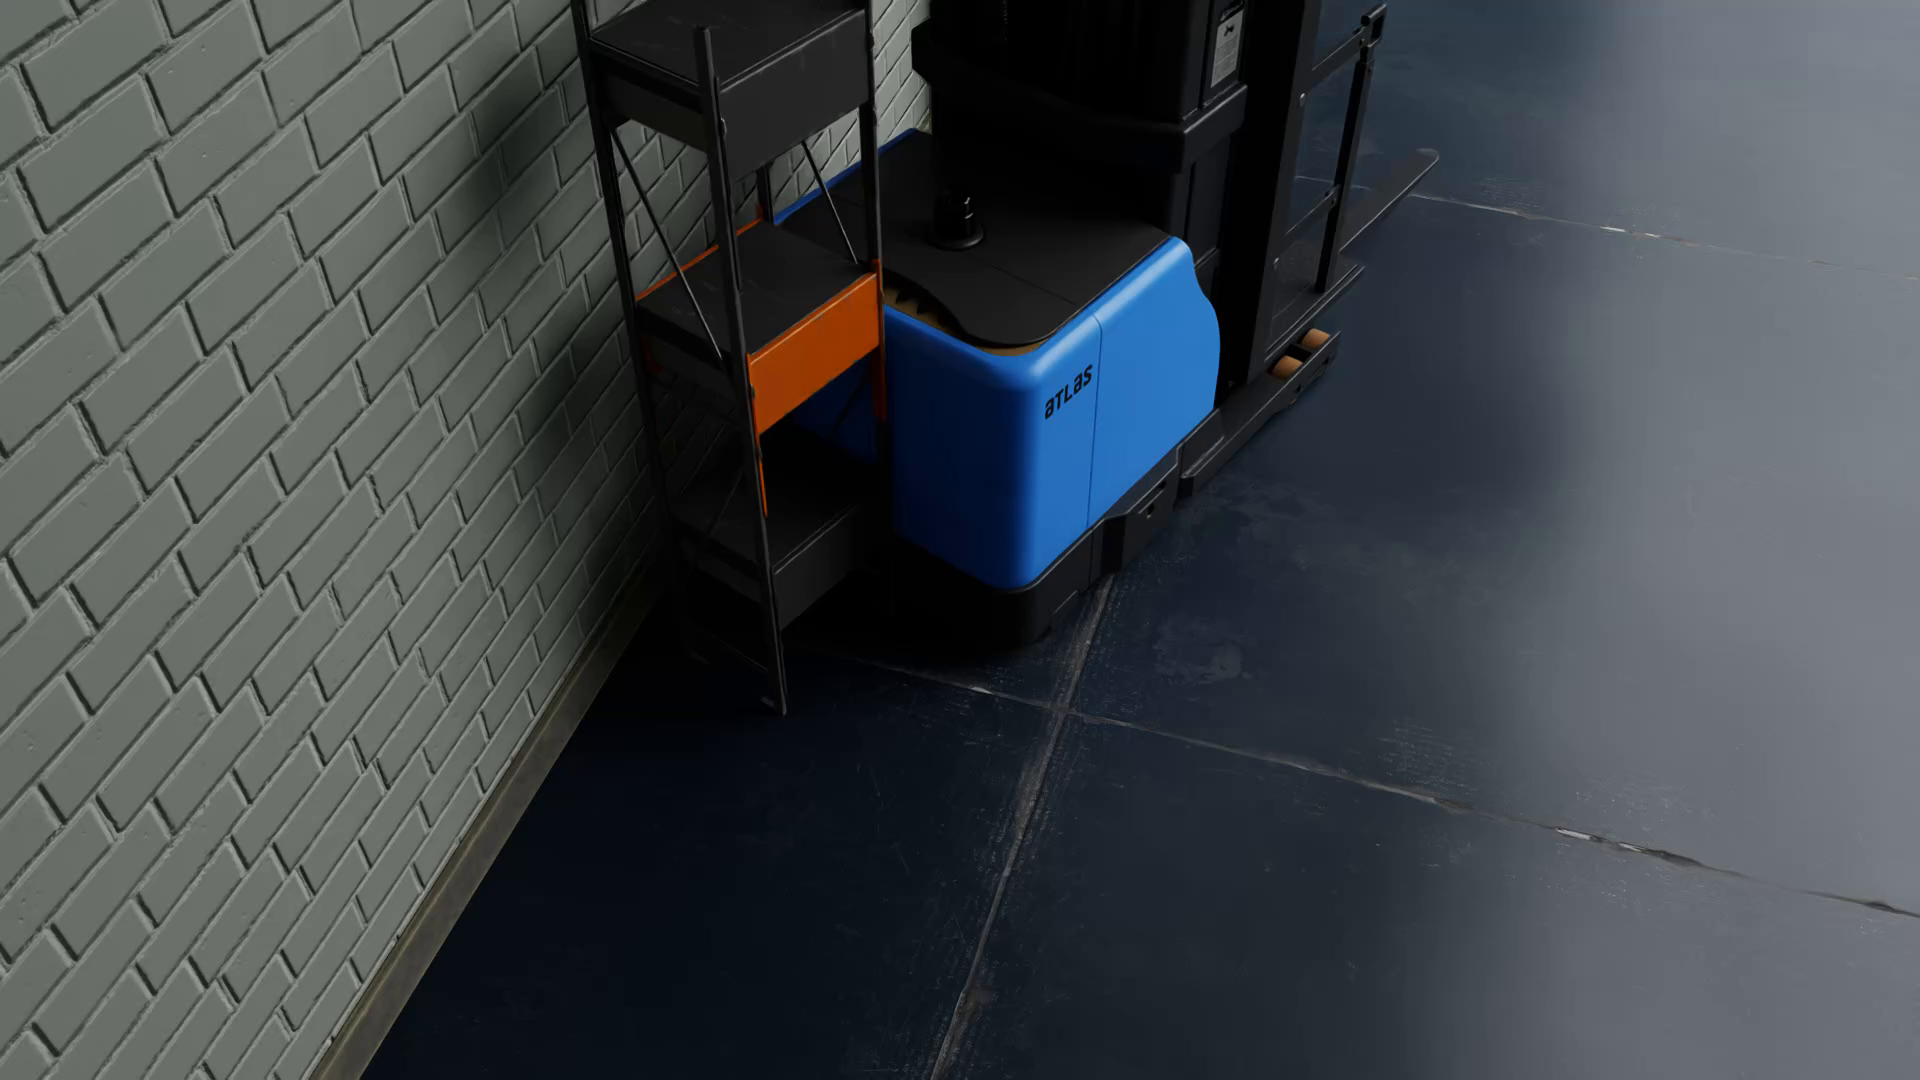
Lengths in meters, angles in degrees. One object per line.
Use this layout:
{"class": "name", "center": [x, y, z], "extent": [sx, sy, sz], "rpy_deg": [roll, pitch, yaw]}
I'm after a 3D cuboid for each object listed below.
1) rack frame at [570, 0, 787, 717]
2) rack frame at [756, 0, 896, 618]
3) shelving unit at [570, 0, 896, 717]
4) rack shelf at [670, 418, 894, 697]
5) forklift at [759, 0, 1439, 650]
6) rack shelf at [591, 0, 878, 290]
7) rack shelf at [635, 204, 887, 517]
{"class": "rack frame", "center": [-0.656, -0.338, 4.094], "extent": [0.400, 2.100, 0.015], "rpy_deg": [29, 51, 26]}
{"class": "rack frame", "center": [-0.355, -0.607, 4.369], "extent": [0.400, 2.100, 0.015], "rpy_deg": [29, 51, 26]}
{"class": "shelving unit", "center": [-0.506, -0.472, 4.231], "extent": [0.431, 2.100, 0.503], "rpy_deg": [29, 51, 26]}
{"class": "rack shelf", "center": [-0.506, 0.038, 4.730], "extent": [0.431, 0.518, 0.480], "rpy_deg": [29, 51, 26]}
{"class": "forklift", "center": [0.672, -1.706, 4.897], "extent": [1.130, 2.935, 3.031], "rpy_deg": [29, 51, 26]}
{"class": "rack shelf", "center": [-0.506, -0.963, 3.751], "extent": [0.431, 0.518, 0.480], "rpy_deg": [29, 51, 26]}
{"class": "rack shelf", "center": [-0.506, -0.462, 4.241], "extent": [0.431, 0.518, 0.480], "rpy_deg": [29, 51, 26]}
